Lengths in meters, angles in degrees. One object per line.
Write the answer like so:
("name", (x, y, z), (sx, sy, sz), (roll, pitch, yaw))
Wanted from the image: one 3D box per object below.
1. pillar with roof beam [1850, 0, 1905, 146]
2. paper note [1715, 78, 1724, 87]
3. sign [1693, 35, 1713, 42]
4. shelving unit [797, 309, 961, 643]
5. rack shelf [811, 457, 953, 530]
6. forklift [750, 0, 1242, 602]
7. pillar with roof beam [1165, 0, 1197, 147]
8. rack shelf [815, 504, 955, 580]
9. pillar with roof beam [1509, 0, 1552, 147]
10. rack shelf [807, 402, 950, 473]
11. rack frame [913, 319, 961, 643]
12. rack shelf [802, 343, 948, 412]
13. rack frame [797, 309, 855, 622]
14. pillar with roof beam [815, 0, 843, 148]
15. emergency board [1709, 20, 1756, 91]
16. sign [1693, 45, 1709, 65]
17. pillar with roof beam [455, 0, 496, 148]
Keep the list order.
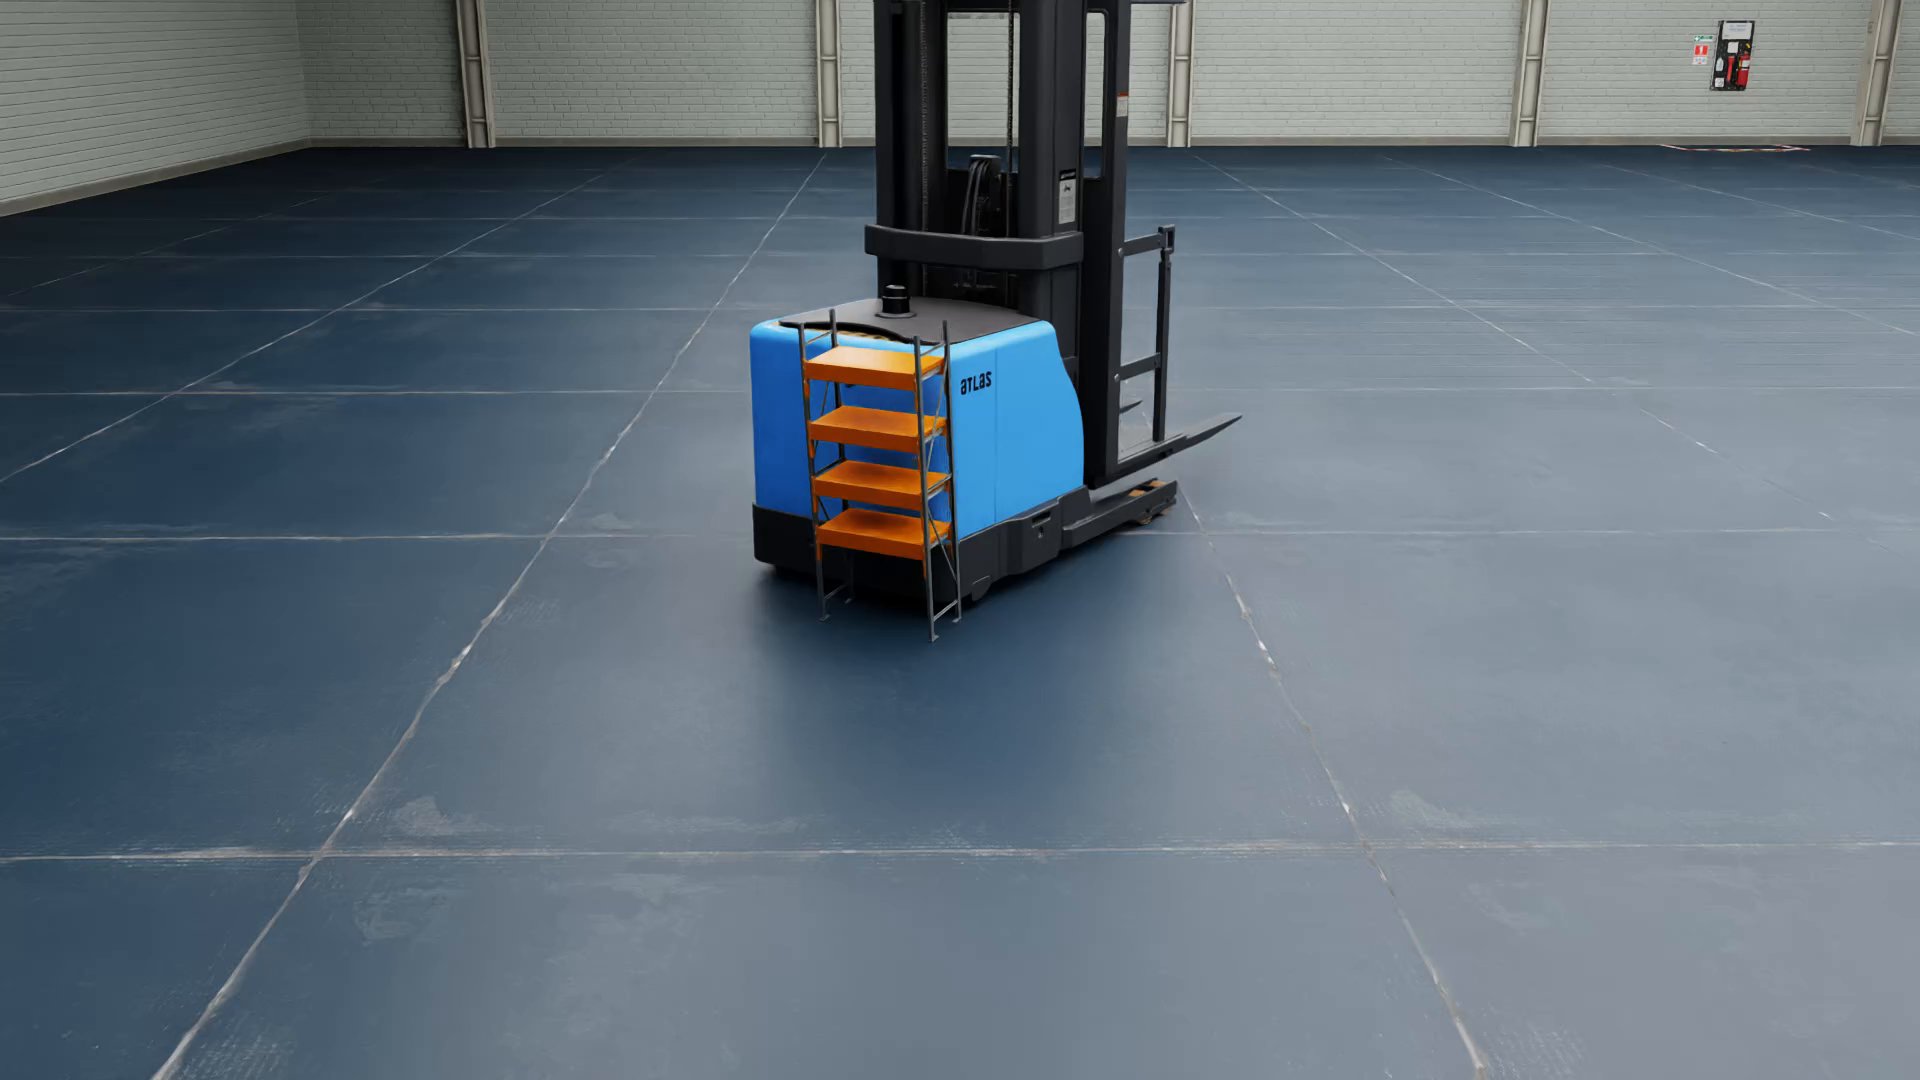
("pillar with roof beam", (15.841, -9.849, 23.517), (0.400, 9.000, 9.100), (0, 18, -1))
("paper note", (13.123, -7.907, 28.729), (0.142, 0.148, 0.016), (0, 18, -1))
("sign", (12.752, -8.602, 28.527), (0.331, 0.109, 0.001), (0, 18, -1))
("shelving unit", (-0.296, -0.243, 6.308), (0.503, 1.200, 0.258), (9, 25, 26))
("rack shelf", (-0.293, -0.180, 6.333), (0.480, 0.148, 0.258), (9, 25, 26))
("forklift", (0.378, -1.539, 7.548), (1.130, 2.935, 3.031), (12, 21, 33))
("pillar with roof beam", (3.842, -9.791, 23.337), (0.400, 9.000, 9.100), (0, 18, -1))
("rack shelf", (-0.285, 0.004, 6.407), (0.480, 0.148, 0.258), (9, 25, 26))
("pillar with roof beam", (9.842, -9.820, 23.427), (0.400, 9.000, 9.100), (0, 18, -1))
("rack shelf", (-0.302, -0.388, 6.250), (0.480, 0.148, 0.258), (9, 25, 26))
("rack frame", (-0.080, -0.208, 6.200), (0.015, 1.200, 0.240), (9, 25, 26))
("rack shelf", (-0.311, -0.607, 6.162), (0.480, 0.148, 0.258), (9, 25, 26))
("rack frame", (-0.511, -0.277, 6.417), (0.015, 1.200, 0.240), (9, 25, 26))
("pillar with roof beam", (-2.157, -9.762, 23.247), (0.400, 9.000, 9.100), (0, 18, -1))
("emergency board", (13.302, -8.307, 28.532), (0.643, 1.169, 0.194), (0, 18, -1))
("sign", (12.747, -8.353, 28.616), (0.234, 0.329, 0.001), (0, 18, -1))
("pillar with roof beam", (-8.156, -9.733, 23.157), (0.400, 9.000, 9.100), (0, 18, -1))
